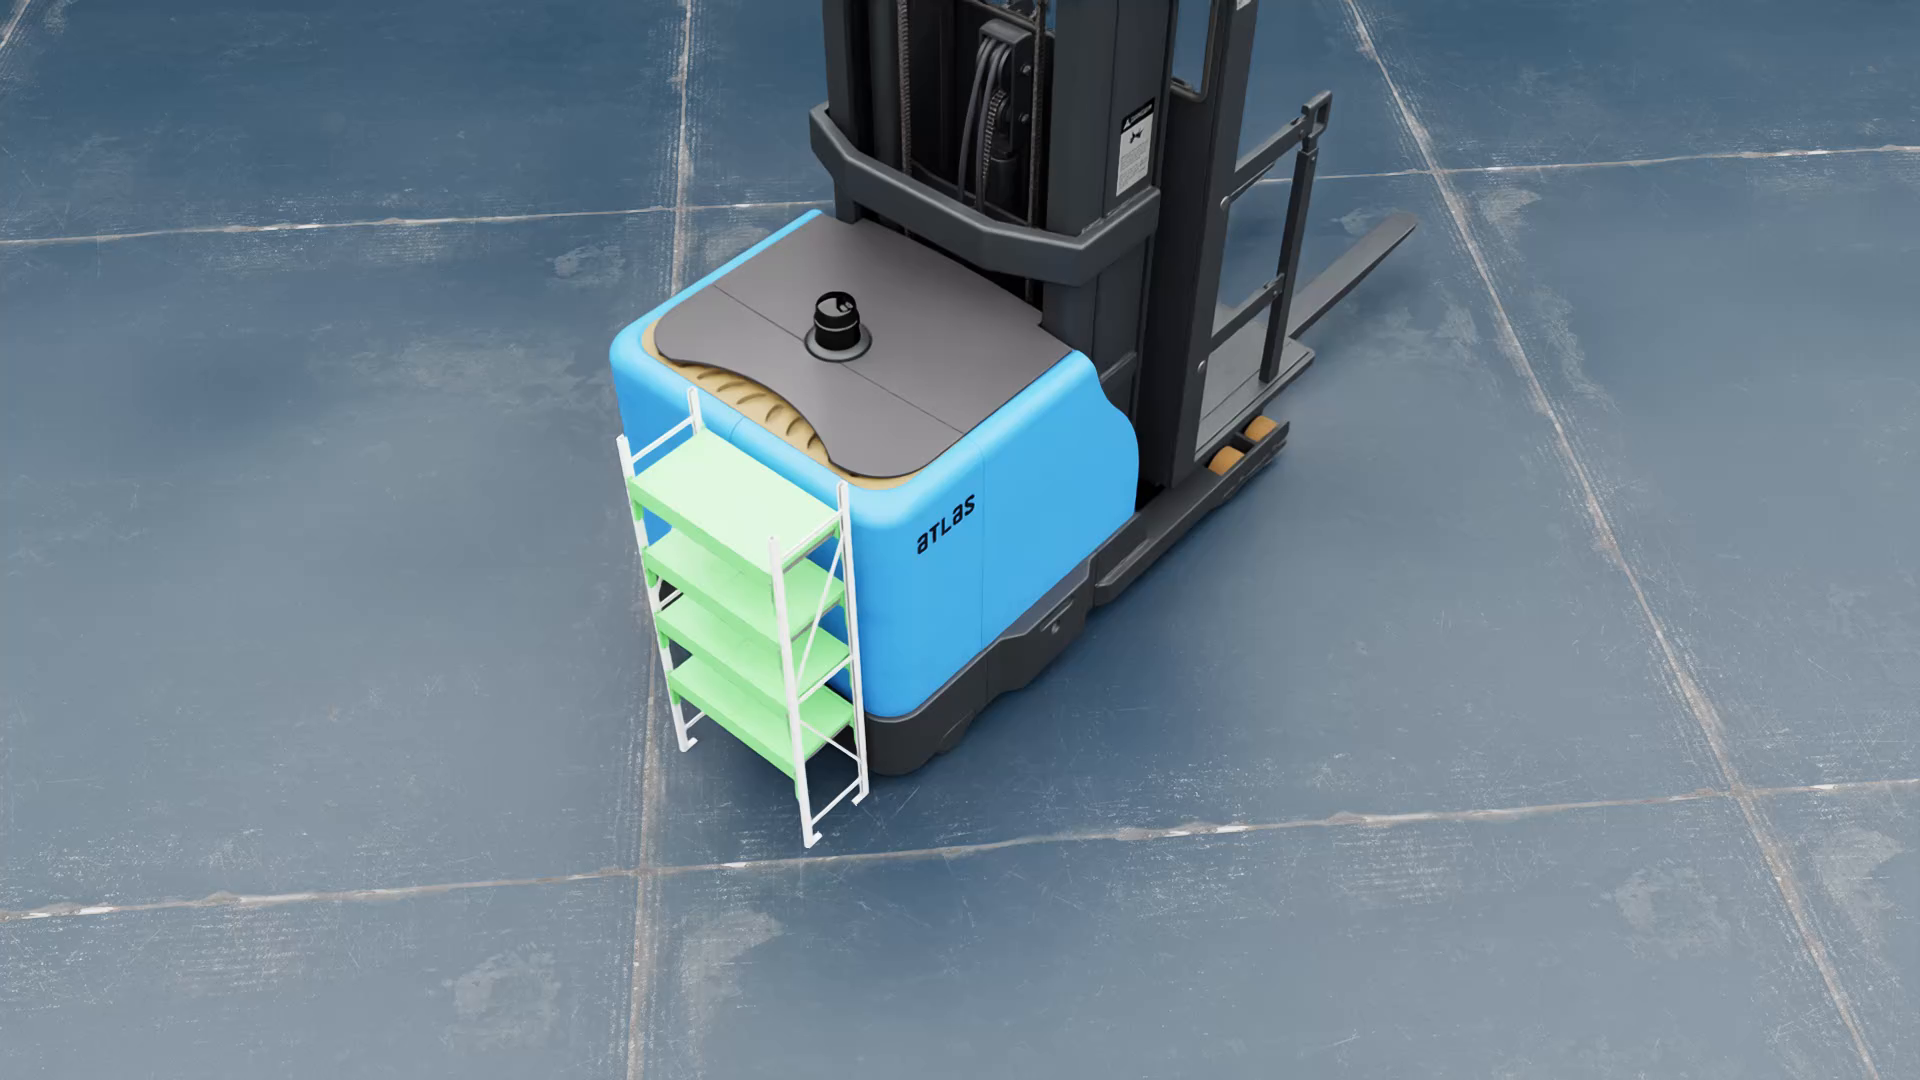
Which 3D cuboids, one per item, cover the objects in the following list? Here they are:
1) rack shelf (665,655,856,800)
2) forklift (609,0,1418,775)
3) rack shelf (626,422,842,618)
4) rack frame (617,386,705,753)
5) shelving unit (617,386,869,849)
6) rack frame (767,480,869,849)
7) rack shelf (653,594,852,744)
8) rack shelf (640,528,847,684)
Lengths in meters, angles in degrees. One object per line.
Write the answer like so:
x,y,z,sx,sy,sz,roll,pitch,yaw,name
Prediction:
-0.520,0.442,4.424,0.480,0.148,0.258,32,54,27,rack shelf
0.425,-1.362,4.521,1.130,2.935,3.031,32,54,27,forklift
-0.520,-0.054,3.901,0.480,0.148,0.258,32,54,27,rack shelf
-0.706,0.117,4.312,0.015,1.200,0.240,32,54,27,rack frame
-0.520,0.233,4.203,0.503,1.200,0.258,32,54,27,shelving unit
-0.335,0.348,4.094,0.015,1.200,0.240,32,54,27,rack frame
-0.520,0.276,4.250,0.480,0.148,0.258,32,54,27,rack shelf
-0.520,0.111,4.076,0.480,0.148,0.258,32,54,27,rack shelf
